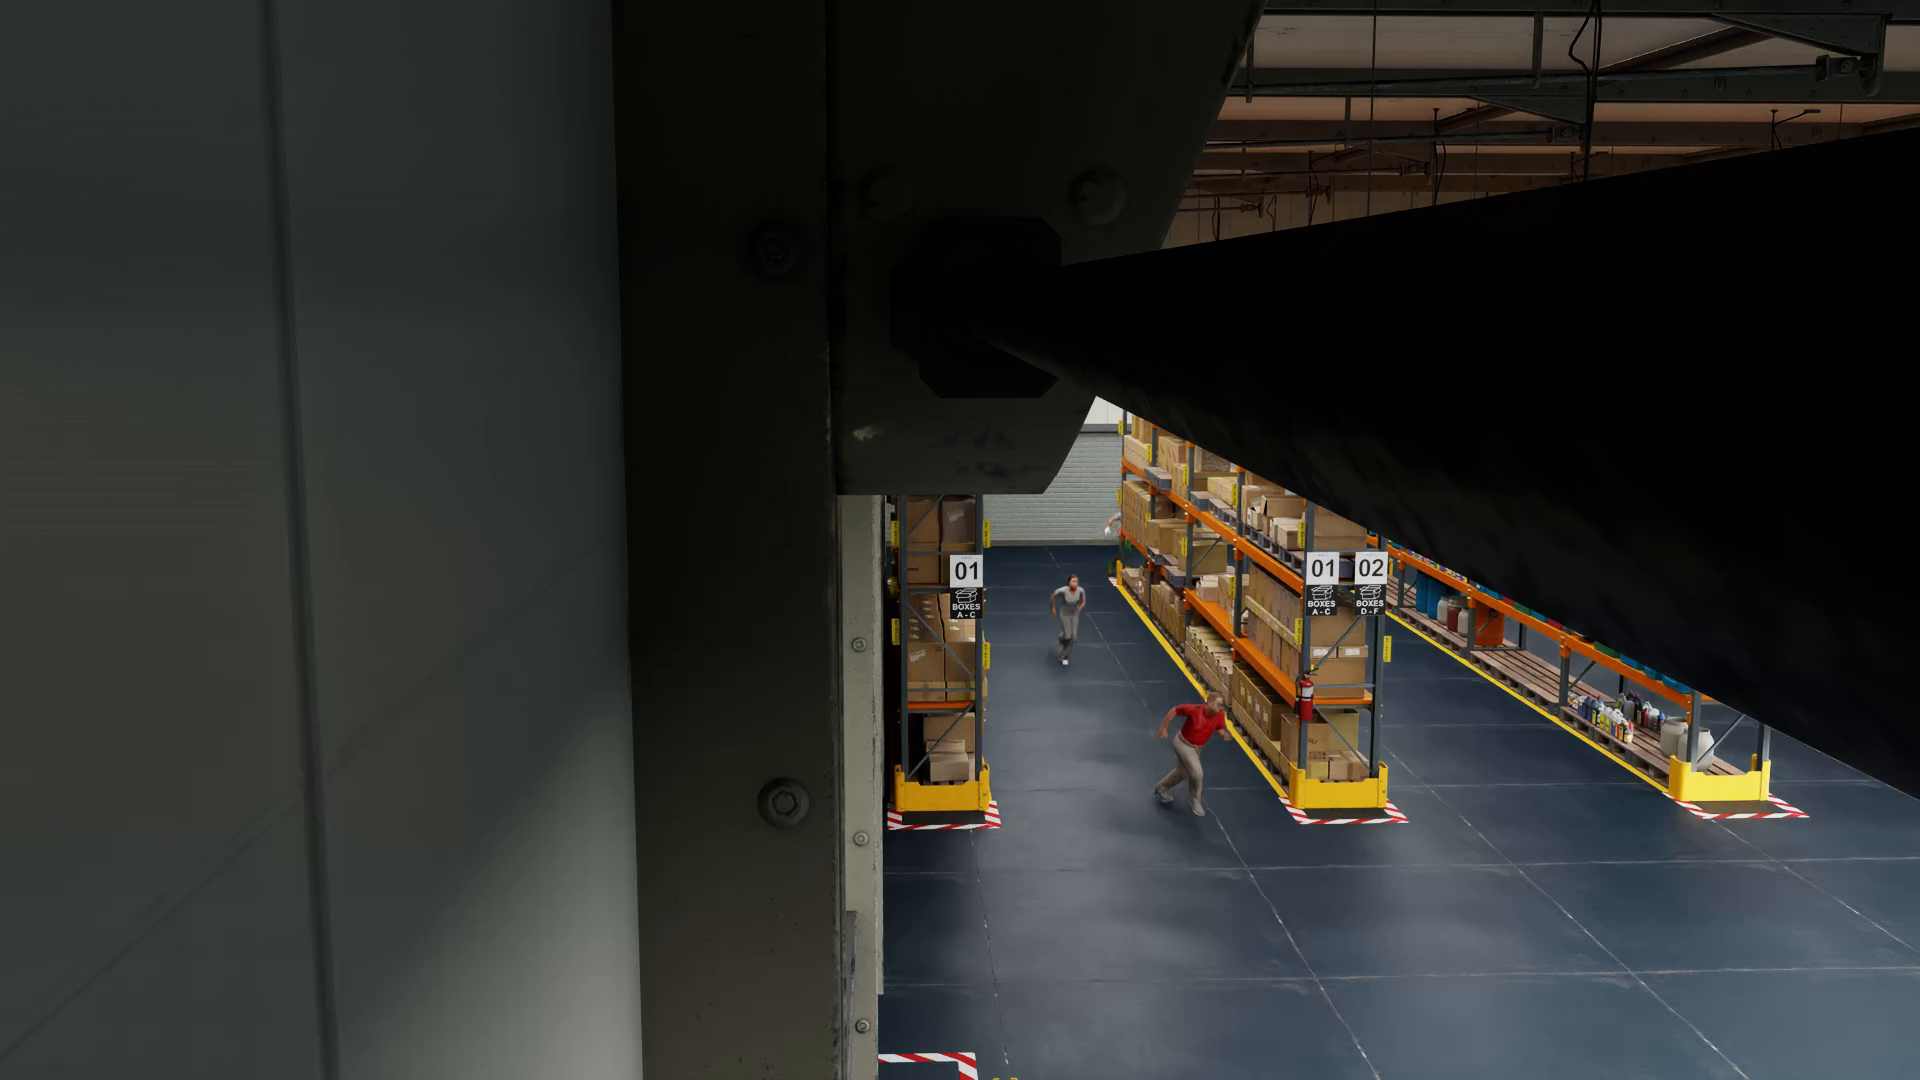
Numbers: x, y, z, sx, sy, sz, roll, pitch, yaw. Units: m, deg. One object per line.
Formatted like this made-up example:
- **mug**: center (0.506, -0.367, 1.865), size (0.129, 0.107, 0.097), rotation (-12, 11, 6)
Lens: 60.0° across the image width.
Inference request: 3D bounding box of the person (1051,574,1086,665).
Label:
- **person**: center (1.877, 1.355, 28.562), size (0.552, 1.598, 0.684), rotation (-3, 9, -20)

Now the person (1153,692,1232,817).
- **person**: center (2.846, 2.563, 20.419), size (0.677, 1.543, 1.140), rotation (-6, 11, -37)

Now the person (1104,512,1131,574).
- **person**: center (3.755, -0.059, 37.766), size (0.856, 1.664, 0.717), rotation (-5, 10, -33)
